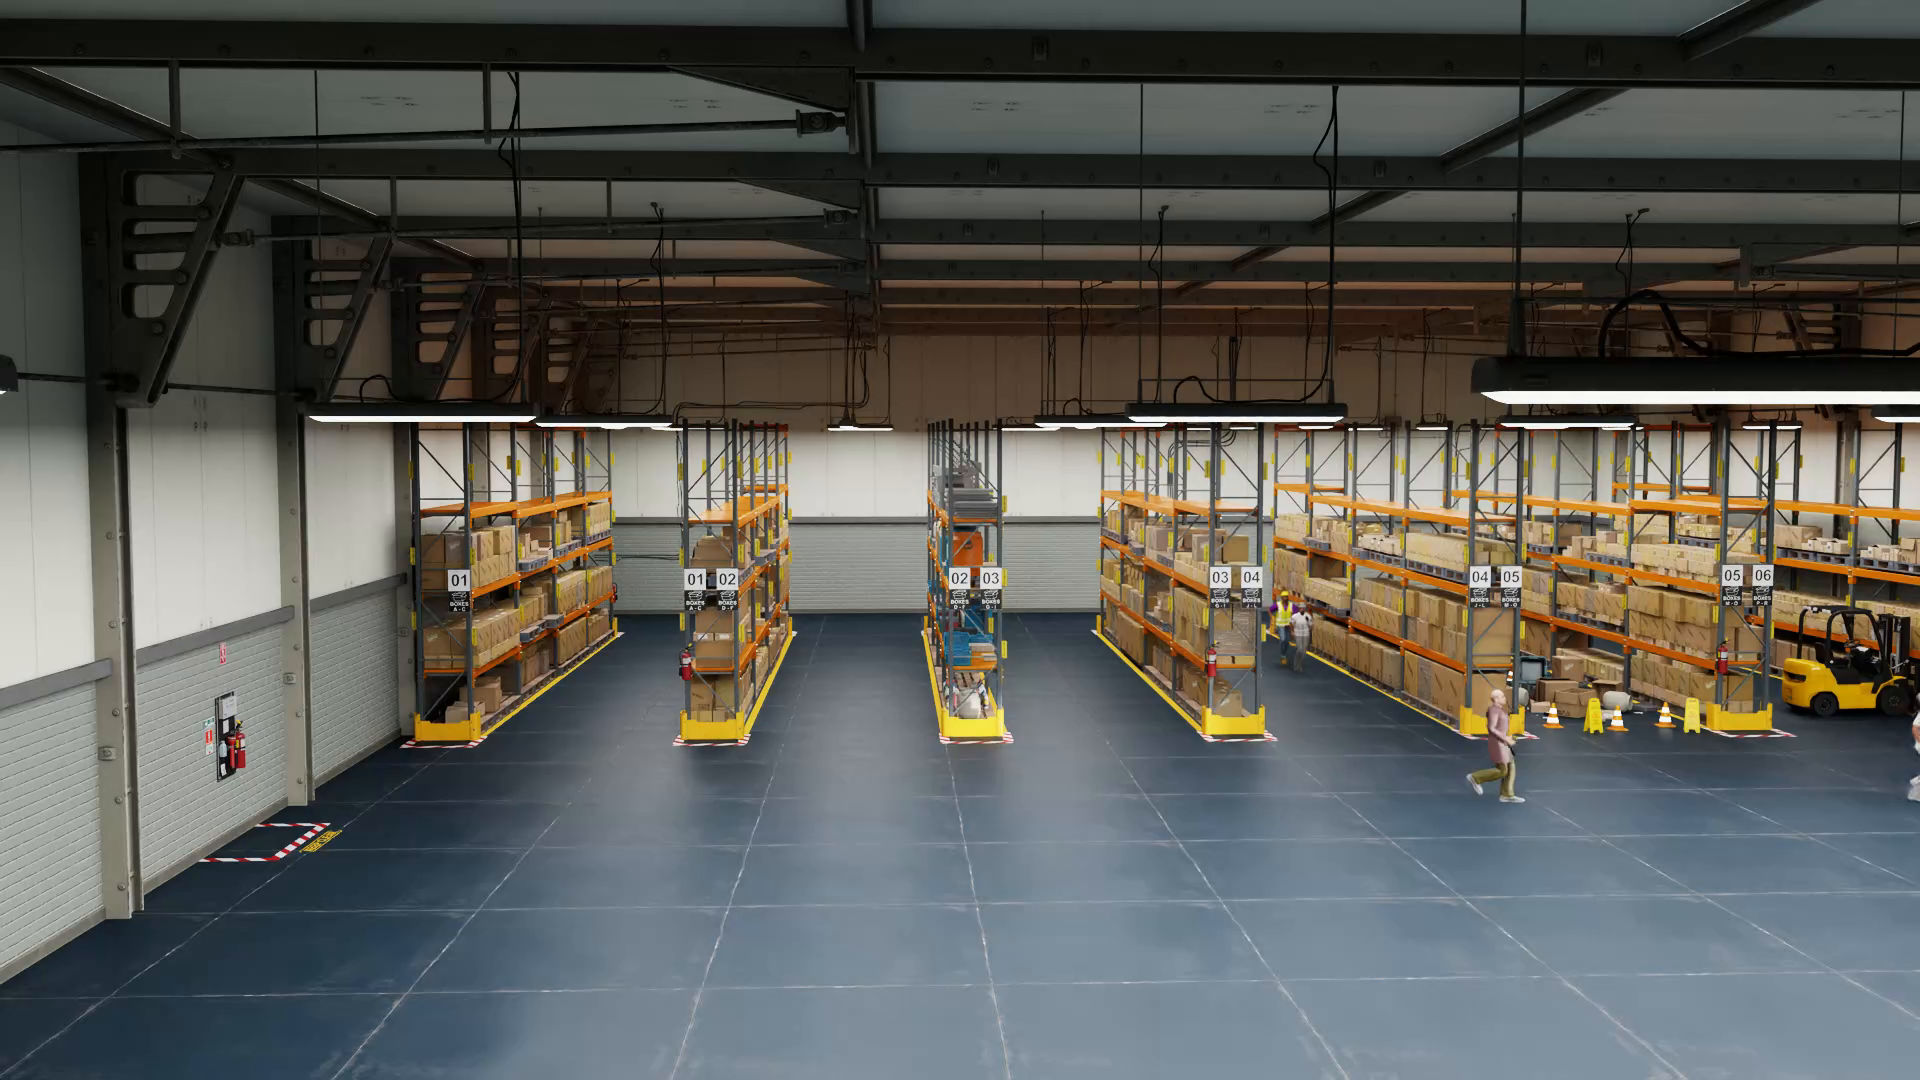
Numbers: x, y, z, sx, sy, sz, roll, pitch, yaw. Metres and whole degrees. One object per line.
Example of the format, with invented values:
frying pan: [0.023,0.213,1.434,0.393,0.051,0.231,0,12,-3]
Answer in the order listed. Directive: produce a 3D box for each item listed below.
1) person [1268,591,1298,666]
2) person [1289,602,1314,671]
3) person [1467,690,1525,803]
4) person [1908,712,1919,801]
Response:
person: [8.081,2.171,41.418,0.682,1.803,0.879,0,4,-7]
person: [8.229,2.328,39.956,0.554,1.685,0.631,0,4,-2]
person: [8.336,3.192,25.775,0.831,1.745,0.726,1,4,22]
person: [15.040,3.215,25.738,0.601,1.715,0.631,3,5,40]
